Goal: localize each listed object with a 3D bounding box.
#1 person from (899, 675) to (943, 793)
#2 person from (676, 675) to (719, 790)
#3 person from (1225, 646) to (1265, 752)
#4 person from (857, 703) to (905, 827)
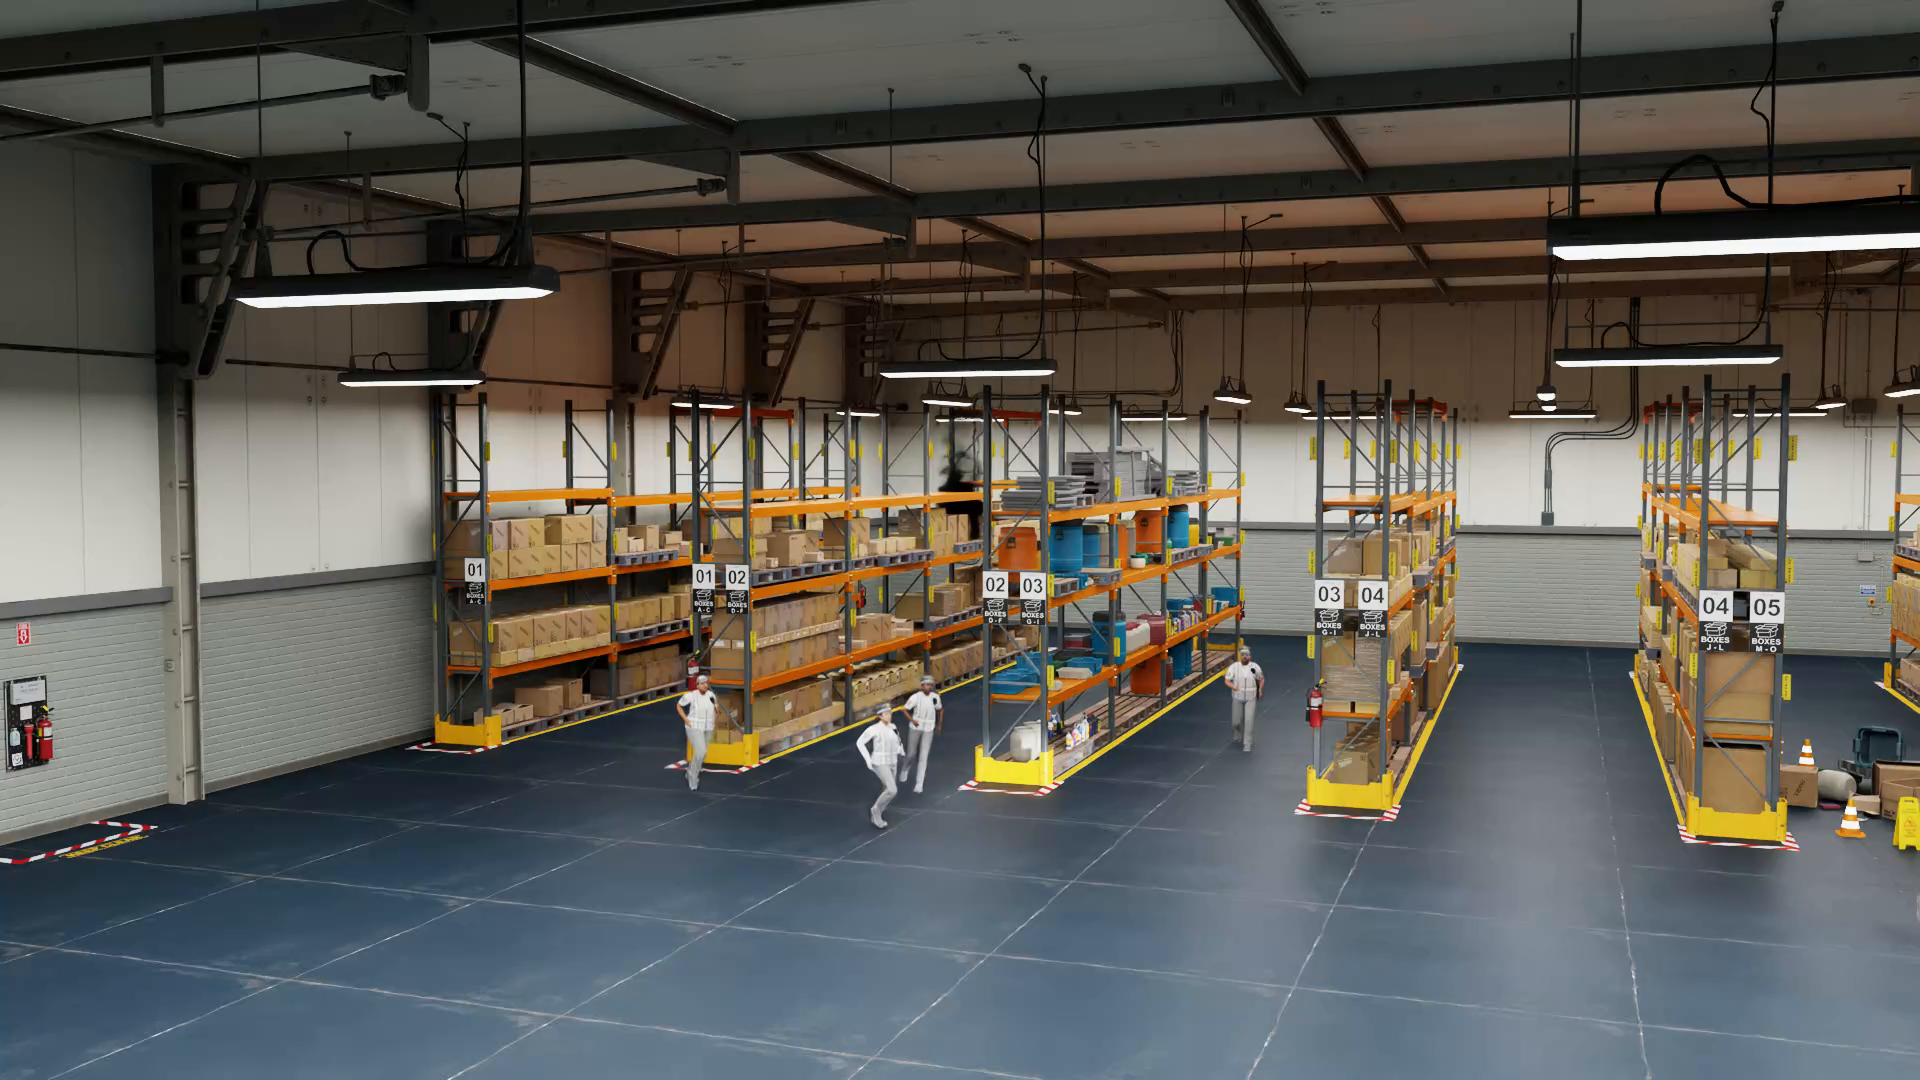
[{"bbox_3d":[-0.551,2.841,24.735,0.661,1.675,0.921,0,3,-8],"label":"person"},{"bbox_3d":[-3.880,2.864,24.864,0.619,1.707,0.659,-3,4,-40],"label":"person"},{"bbox_3d":[4.789,2.638,27.936,0.674,1.745,0.817,0,3,8],"label":"person"},{"bbox_3d":[-0.967,2.982,22.019,0.604,1.660,0.593,3,4,42],"label":"person"}]
